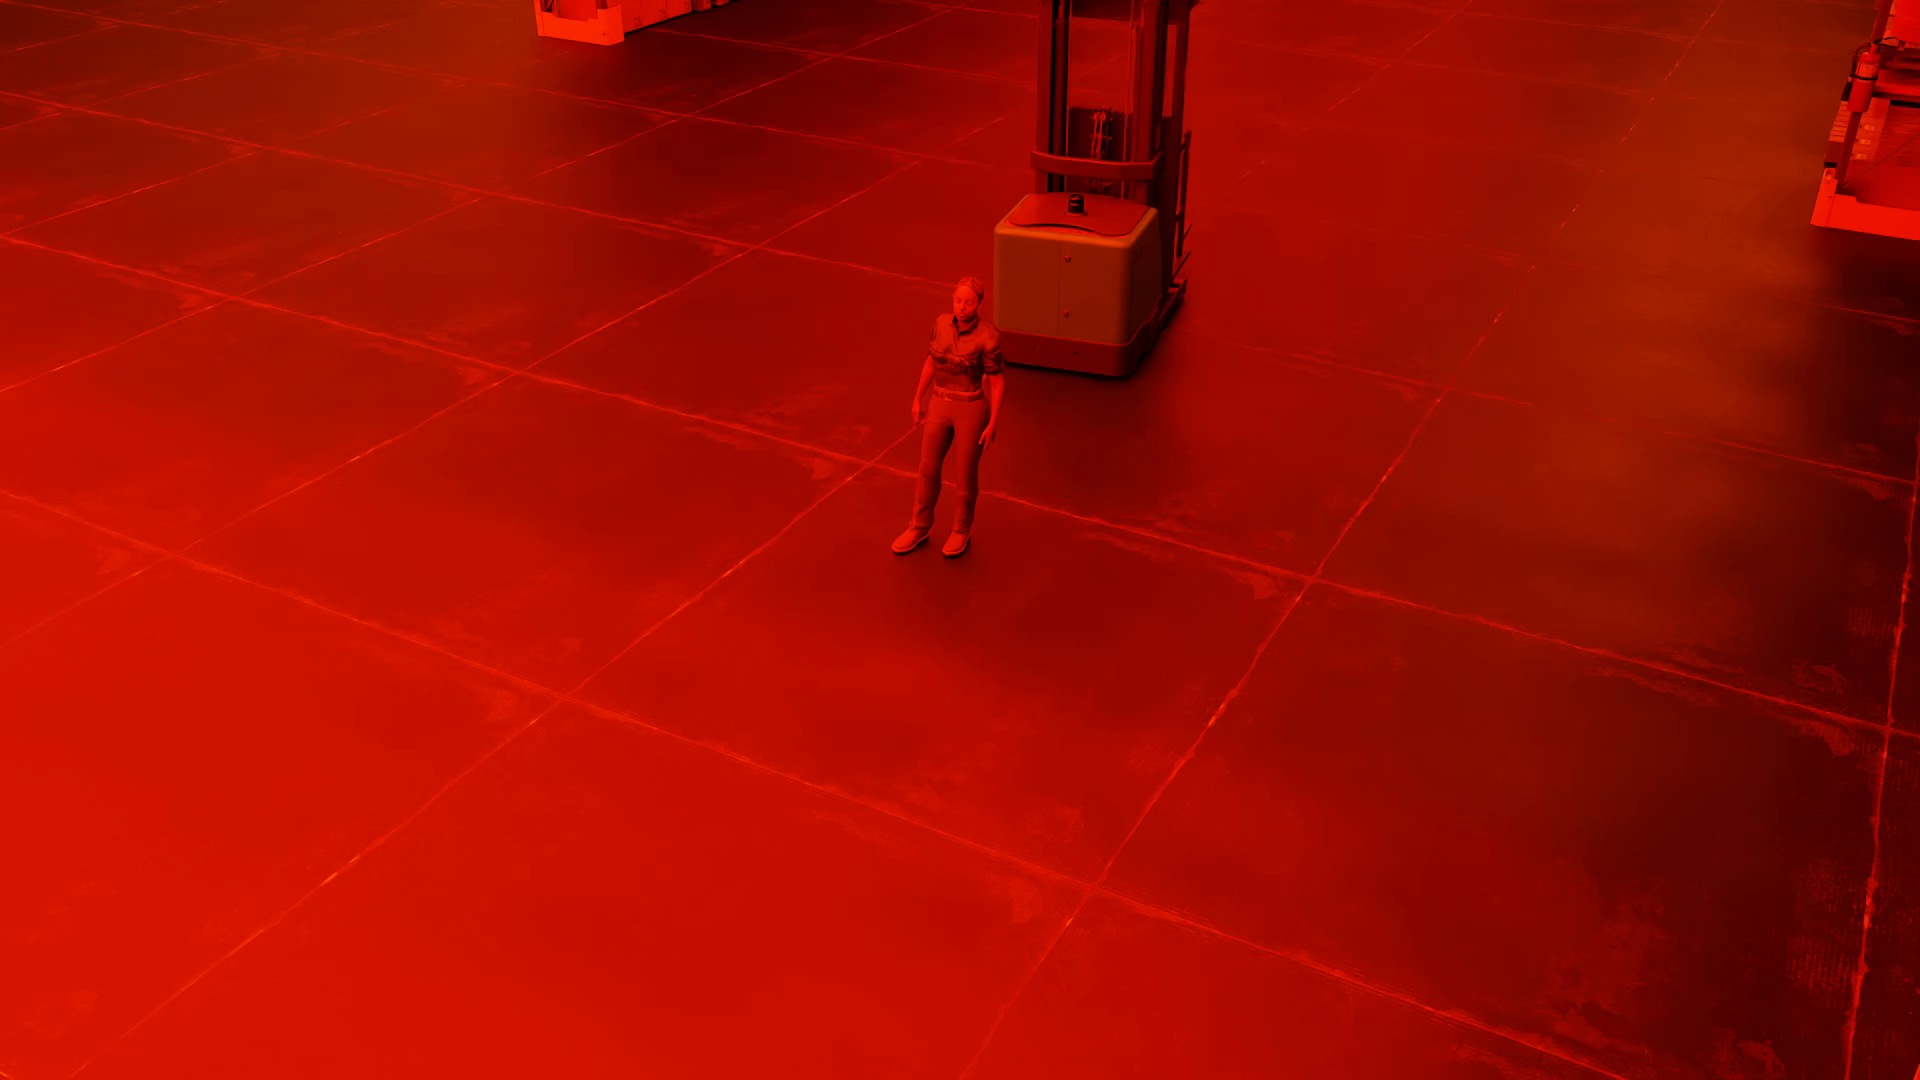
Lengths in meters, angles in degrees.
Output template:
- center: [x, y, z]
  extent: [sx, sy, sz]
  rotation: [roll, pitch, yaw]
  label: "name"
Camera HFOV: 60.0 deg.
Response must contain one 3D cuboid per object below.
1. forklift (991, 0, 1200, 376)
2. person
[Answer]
- center: [1.185, -3.161, 12.548]
  extent: [1.130, 2.935, 3.031]
  rotation: [10, 31, 16]
  label: "forklift"
- center: [-0.060, -0.689, 9.528]
  extent: [0.569, 1.654, 0.504]
  rotation: [15, 33, 25]
  label: "person"
